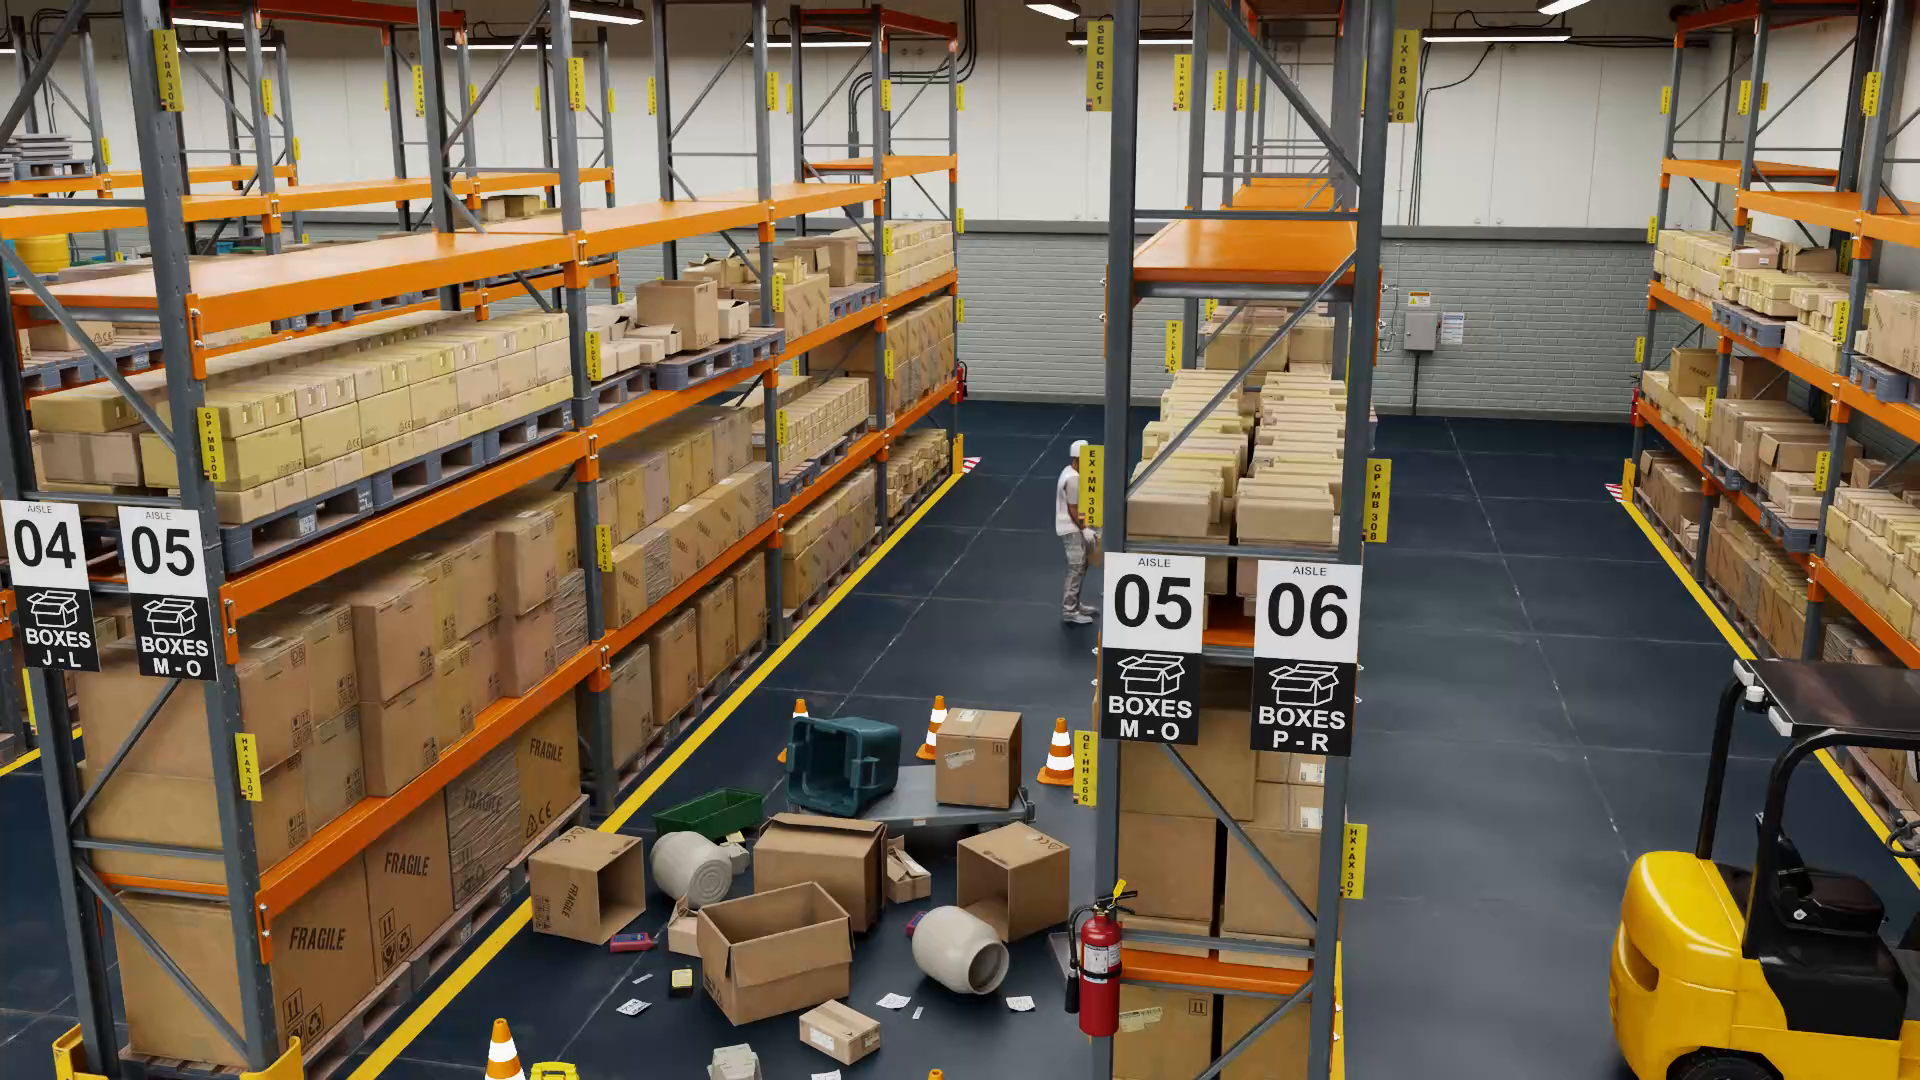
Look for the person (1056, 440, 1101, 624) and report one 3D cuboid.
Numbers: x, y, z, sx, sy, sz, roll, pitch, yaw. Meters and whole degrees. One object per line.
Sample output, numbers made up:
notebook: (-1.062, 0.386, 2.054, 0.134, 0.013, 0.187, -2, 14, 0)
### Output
person: (1.157, -0.098, 16.349, 0.430, 1.784, 0.565, 3, 15, 10)
